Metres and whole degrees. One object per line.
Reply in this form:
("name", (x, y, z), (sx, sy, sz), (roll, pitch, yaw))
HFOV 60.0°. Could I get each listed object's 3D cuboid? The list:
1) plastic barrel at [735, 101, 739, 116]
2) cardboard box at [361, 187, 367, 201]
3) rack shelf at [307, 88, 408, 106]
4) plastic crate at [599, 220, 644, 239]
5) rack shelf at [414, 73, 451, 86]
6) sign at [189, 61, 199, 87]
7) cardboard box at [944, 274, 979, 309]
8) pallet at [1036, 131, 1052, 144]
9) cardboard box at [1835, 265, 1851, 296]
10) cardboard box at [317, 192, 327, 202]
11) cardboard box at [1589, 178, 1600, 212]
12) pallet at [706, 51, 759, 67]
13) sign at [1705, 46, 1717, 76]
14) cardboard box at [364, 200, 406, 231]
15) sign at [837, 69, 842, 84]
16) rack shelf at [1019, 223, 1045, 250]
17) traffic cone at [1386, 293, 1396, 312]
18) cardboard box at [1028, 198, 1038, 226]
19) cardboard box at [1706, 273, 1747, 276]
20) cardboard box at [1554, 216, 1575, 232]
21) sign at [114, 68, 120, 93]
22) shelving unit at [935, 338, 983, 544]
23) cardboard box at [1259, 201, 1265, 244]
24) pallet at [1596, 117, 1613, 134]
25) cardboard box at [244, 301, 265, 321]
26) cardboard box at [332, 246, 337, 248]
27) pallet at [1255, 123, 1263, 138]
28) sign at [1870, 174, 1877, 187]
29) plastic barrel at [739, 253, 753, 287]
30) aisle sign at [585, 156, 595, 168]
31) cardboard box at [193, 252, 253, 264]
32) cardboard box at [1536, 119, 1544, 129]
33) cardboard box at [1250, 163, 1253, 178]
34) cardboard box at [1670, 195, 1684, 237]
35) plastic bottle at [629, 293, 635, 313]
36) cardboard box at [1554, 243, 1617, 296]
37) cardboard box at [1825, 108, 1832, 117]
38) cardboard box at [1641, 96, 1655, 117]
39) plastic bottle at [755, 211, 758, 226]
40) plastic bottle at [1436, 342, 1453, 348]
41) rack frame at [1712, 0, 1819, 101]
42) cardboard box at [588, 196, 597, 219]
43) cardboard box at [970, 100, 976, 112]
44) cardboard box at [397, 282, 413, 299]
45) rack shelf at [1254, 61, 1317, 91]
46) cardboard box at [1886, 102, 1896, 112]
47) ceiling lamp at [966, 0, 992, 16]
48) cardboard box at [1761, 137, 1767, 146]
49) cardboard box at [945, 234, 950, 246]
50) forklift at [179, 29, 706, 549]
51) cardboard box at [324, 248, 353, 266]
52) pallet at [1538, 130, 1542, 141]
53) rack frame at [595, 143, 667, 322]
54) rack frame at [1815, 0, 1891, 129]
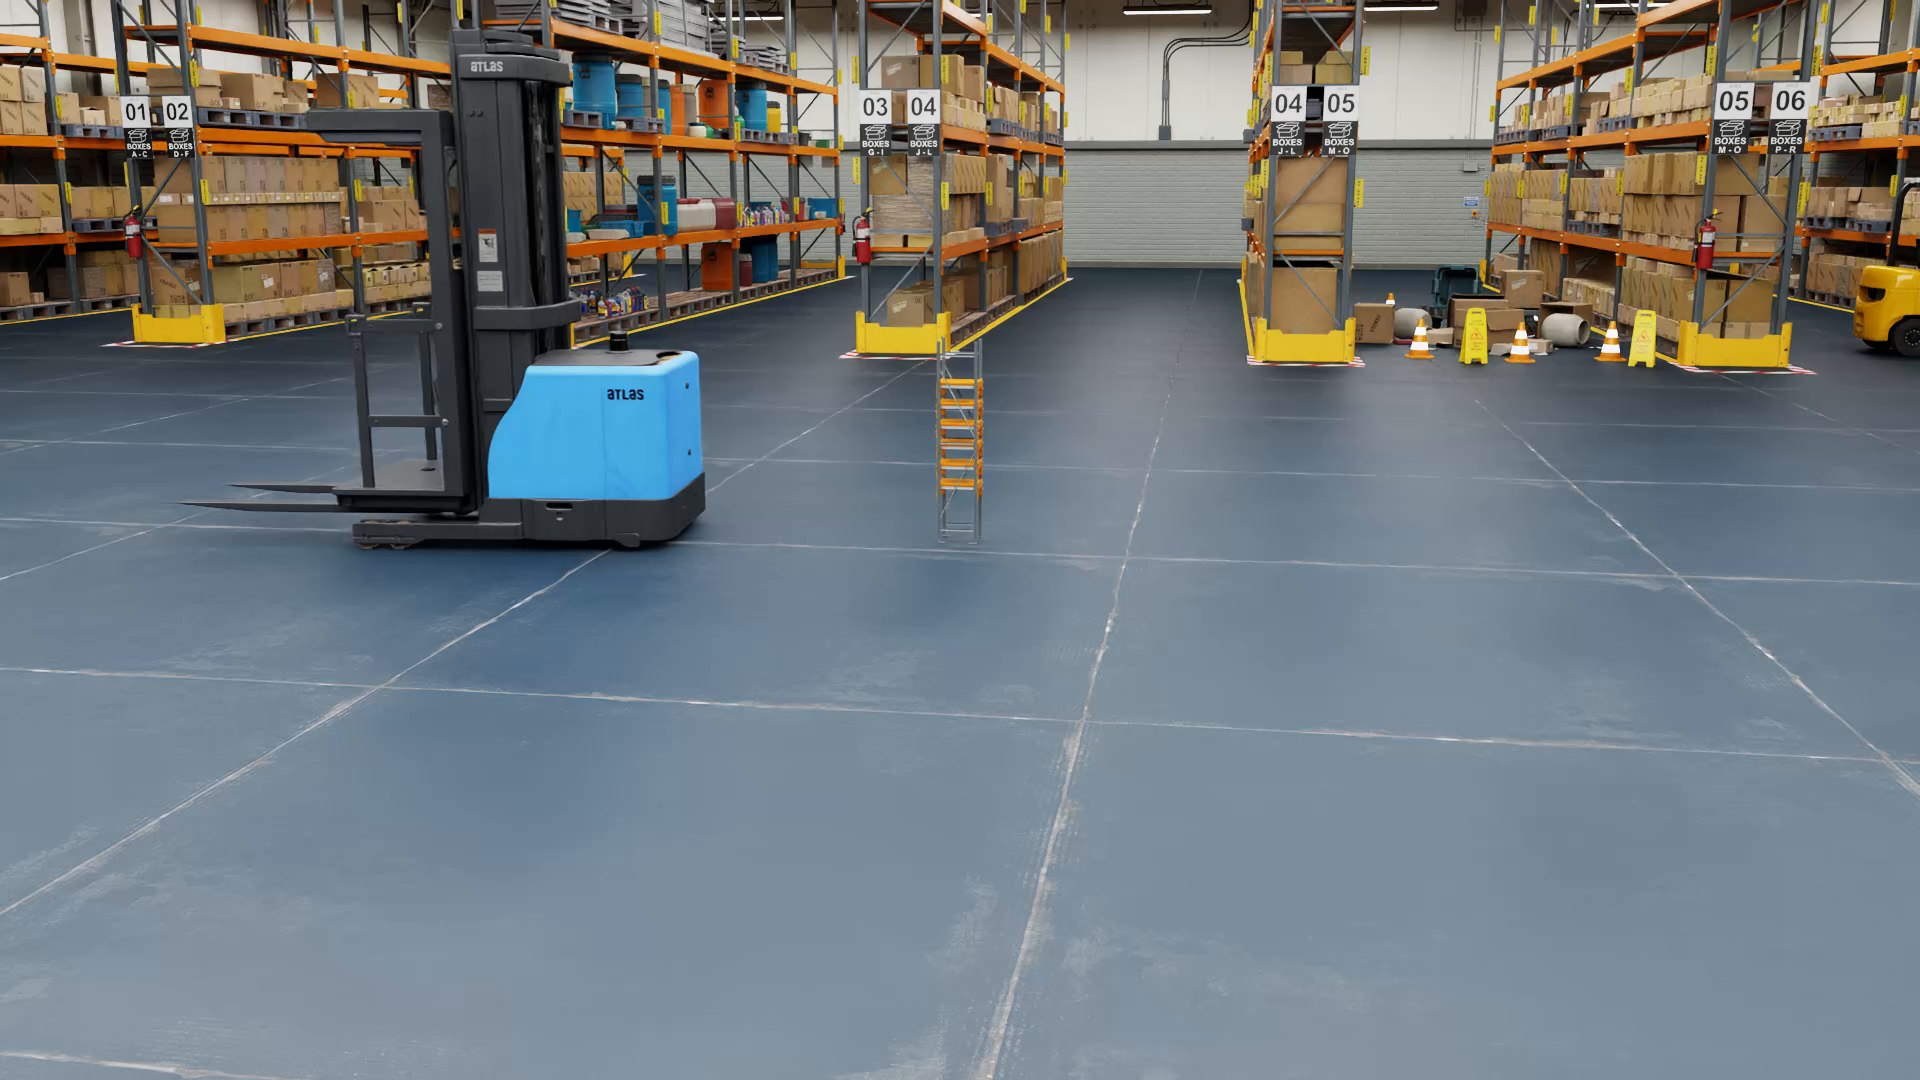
("plastic barrel", (-4.268, -7.770, 30.486), (0.433, 0.535, 0.433), (0, 12, 0))
("cardboard box", (-13.348, -7.222, 35.673), (0.980, 0.700, 0.700), (2, 12, 7))
("rack shelf", (-13.258, -9.613, 35.896), (1.077, 0.370, 4.000), (2, 12, 9))
("plastic crate", (-4.909, -4.513, 24.168), (0.499, 0.251, 0.616), (2, 12, 9))
("rack shelf", (-8.978, -8.621, 31.291), (1.077, 0.370, 4.000), (2, 12, 9))
("sign", (-9.968, -6.067, 21.641), (0.100, 0.325, 0.005), (2, 12, 9))
("cardboard box", (0.003, -3.785, 25.324), (0.700, 0.500, 0.500), (1, 12, 4))
("pallet", (1.254, -7.923, 32.726), (1.003, 0.211, 1.213), (2, 12, 9))
("cardboard box", (15.279, -4.416, 28.300), (0.500, 0.500, 0.500), (1, 12, 7))
("cardboard box", (-9.809, -5.183, 25.144), (0.380, 0.149, 0.250), (2, 12, 7))
("cardboard box", (9.764, -5.166, 24.905), (0.500, 0.500, 0.500), (1, 12, 7))
("pallet", (-4.250, -8.452, 29.248), (1.213, 0.211, 1.003), (2, 12, 9))
("sign", (8.519, -5.432, 18.857), (0.100, 0.325, 0.005), (2, 12, 9))
("cardboard box", (-9.608, -5.408, 27.731), (0.500, 0.500, 0.500), (2, 12, 9))
("sign", (-2.615, -10.083, 36.188), (0.100, 0.325, 0.005), (2, 12, 9))
("rack shelf", (0.810, -5.562, 30.388), (1.077, 0.370, 4.000), (2, 12, 9))
("traffic cone", (6.471, -3.473, 25.009), (0.336, 0.463, 0.334), (2, 12, 9))
("cardboard box", (1.159, -6.061, 30.758), (0.500, 0.500, 0.500), (2, 12, 8))
("cardboard box", (9.626, -3.115, 21.079), (0.500, 0.500, 0.500), (2, 12, 10))
("cardboard box", (10.116, -5.216, 27.434), (0.500, 0.250, 0.500), (1, 12, 7))
("sign", (-11.050, -6.034, 21.840), (0.100, 0.325, 0.005), (2, 12, 9))
("shelving unit", (-0.002, -0.584, 9.853), (0.258, 1.200, 0.189), (2, 12, 9))
("cardboard box", (4.466, -4.255, 22.261), (0.875, 0.550, 0.550), (2, 12, 9))
("pallet", (10.036, -6.059, 24.313), (1.213, 0.211, 1.003), (2, 12, 9))
("cardboard box", (-10.140, -3.223, 23.360), (0.500, 0.250, 0.500), (2, 12, 9))
("cardboard box", (-13.449, -6.405, 35.990), (0.380, 0.149, 0.250), (1, 12, 7))
("pallet", (5.341, -6.554, 26.611), (1.213, 0.211, 1.003), (2, 12, 11))
("sign", (16.364, -6.397, 29.810), (0.100, 0.325, 0.005), (2, 12, 9))
("plastic barrel", (-4.159, -5.022, 30.901), (0.600, 0.588, 0.708), (2, 12, 9))
("aisle sign", (-8.335, -8.779, 37.437), (0.394, 0.787, 0.004), (2, 12, 9))
("cardboard box", (-13.938, -5.282, 31.488), (0.750, 0.750, 0.750), (2, 12, 8))
("cardboard box", (10.369, -7.314, 29.249), (0.380, 0.166, 0.250), (1, 12, 5))
("cardboard box", (5.808, -6.938, 31.749), (0.500, 0.500, 0.500), (1, 12, 7))
("cardboard box", (8.957, -3.931, 20.170), (0.500, 0.500, 0.500), (2, 12, 9))
("plastic bottle", (-4.834, -3.493, 24.487), (0.061, 0.283, 0.133), (3, 12, 12))
("cardboard box", (10.483, -4.484, 27.725), (0.875, 0.875, 0.875), (2, 12, 8))
("cardboard box", (15.284, -7.434, 28.907), (0.380, 0.149, 0.250), (2, 12, 8))
("cardboard box", (9.271, -5.691, 21.812), (0.500, 0.250, 0.500), (2, 12, 8))
("plastic bottle", (-3.783, -5.938, 30.732), (0.097, 0.271, 0.097), (0, 12, 0))
("plastic bottle", (6.279, -2.535, 21.611), (0.133, 0.061, 0.283), (-2, 12, -11))
("rack frame", (9.064, -6.443, 18.531), (1.000, 3.000, 0.127), (2, 12, 9))
("cardboard box", (-8.091, -7.114, 35.648), (0.500, 0.500, 0.500), (2, 12, 8))
("cardboard box", (0.021, -6.009, 23.047), (0.380, 0.149, 0.250), (1, 12, 7))
("cardboard box", (-9.437, -4.138, 27.602), (0.500, 0.250, 0.500), (1, 12, 7))
("rack shelf", (5.695, -8.117, 28.955), (1.077, 0.370, 4.000), (2, 12, 9))
("cardboard box", (15.096, -6.939, 26.654), (0.380, 0.149, 0.250), (1, 12, 7))
("ceiling lamp", (-0.260, -13.586, 37.820), (2.000, 3.185, 0.800), (2, 12, 9))
("cardboard box", (15.941, -7.809, 32.585), (0.380, 0.149, 0.250), (2, 12, 10))
("cardboard box", (-0.338, -3.864, 21.397), (0.380, 0.149, 0.250), (2, 12, 9))
("forklift", (-3.153, -1.488, 9.940), (3.031, 2.935, 1.130), (1, 12, 4))
("cardboard box", (-13.349, -5.947, 35.405), (0.700, 0.500, 0.500), (2, 12, 9))
("pallet", (10.817, -7.189, 29.566), (0.805, 0.209, 1.217), (1, 12, 6))
("rack frame", (-5.007, -4.825, 25.262), (1.000, 3.000, 0.127), (2, 12, 9))
("rack frame", (15.815, -8.781, 29.380), (1.000, 3.000, 0.127), (2, 12, 9))
